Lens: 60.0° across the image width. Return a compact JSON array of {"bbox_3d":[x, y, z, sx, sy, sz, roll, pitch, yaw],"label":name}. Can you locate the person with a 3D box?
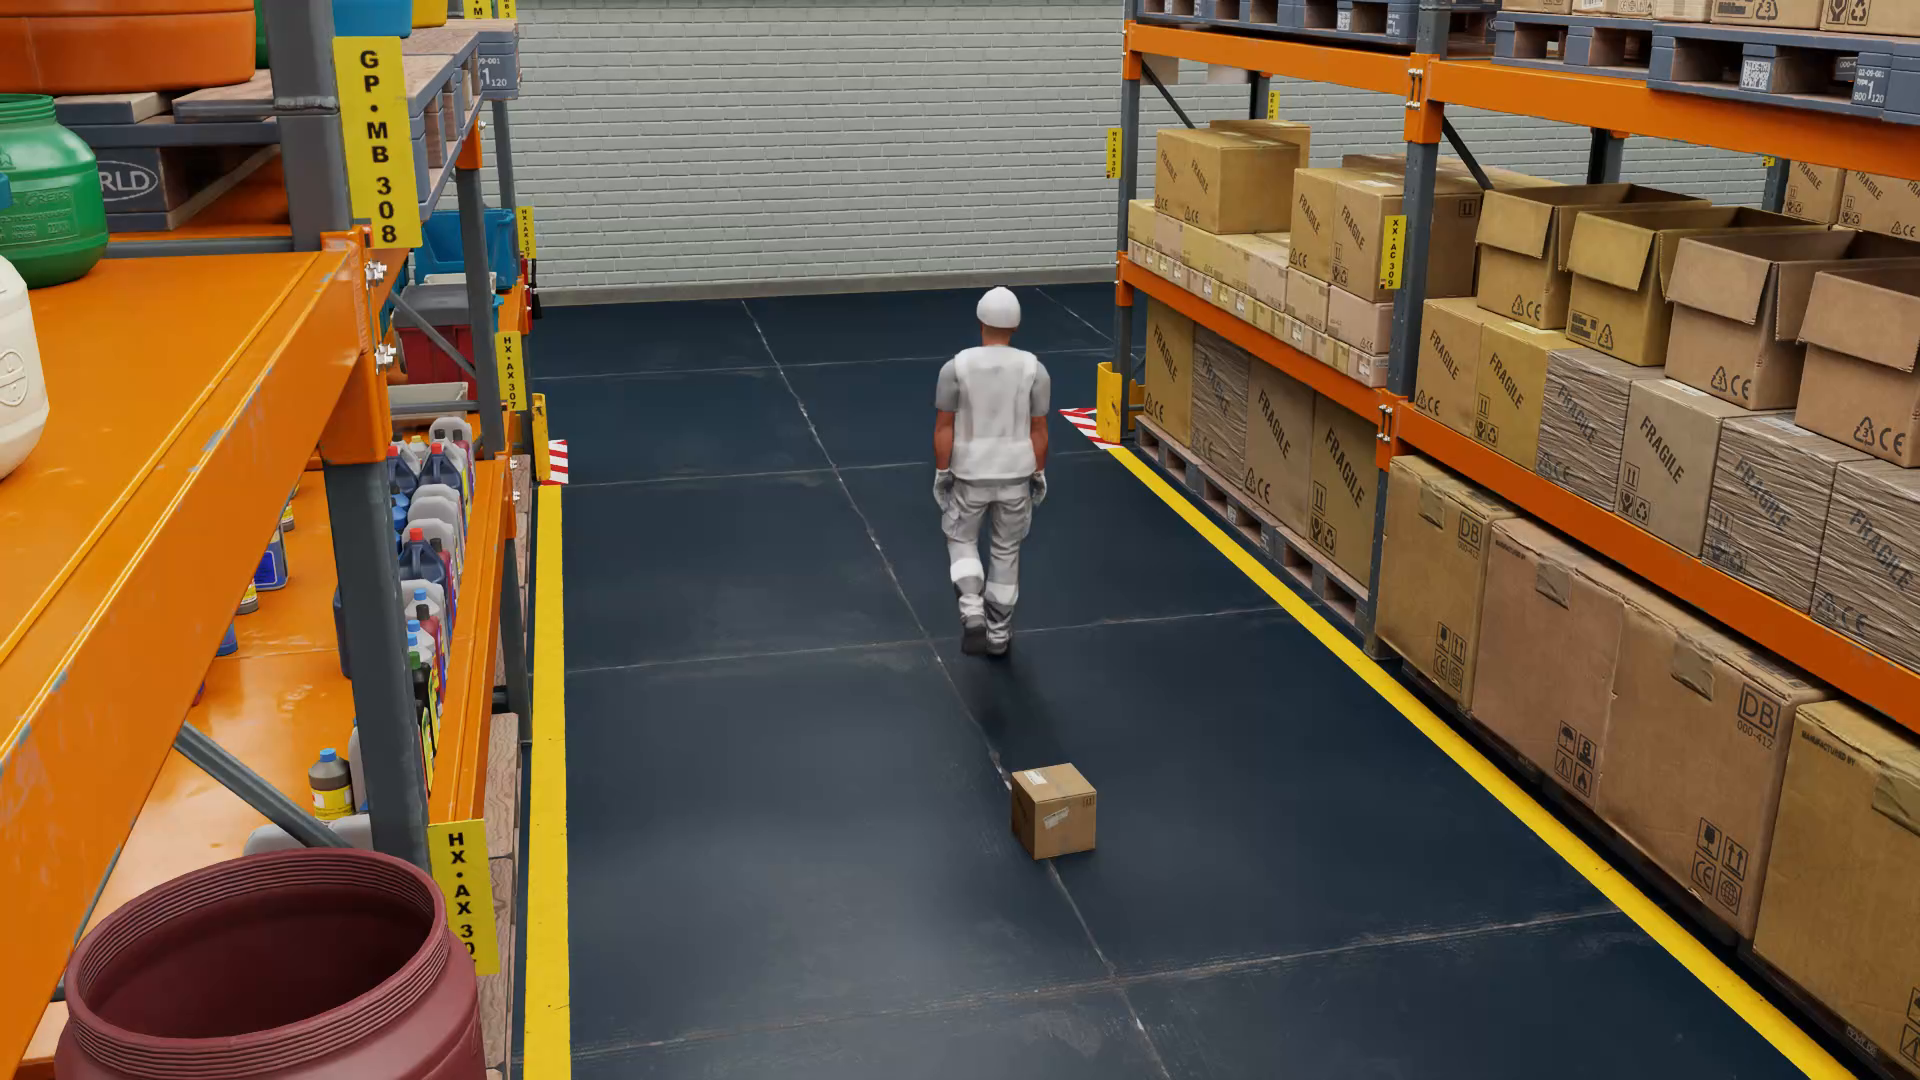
[{"bbox_3d":[0.146,-0.283,7.761,0.546,1.781,0.569,0,19,-1],"label":"person"}]
